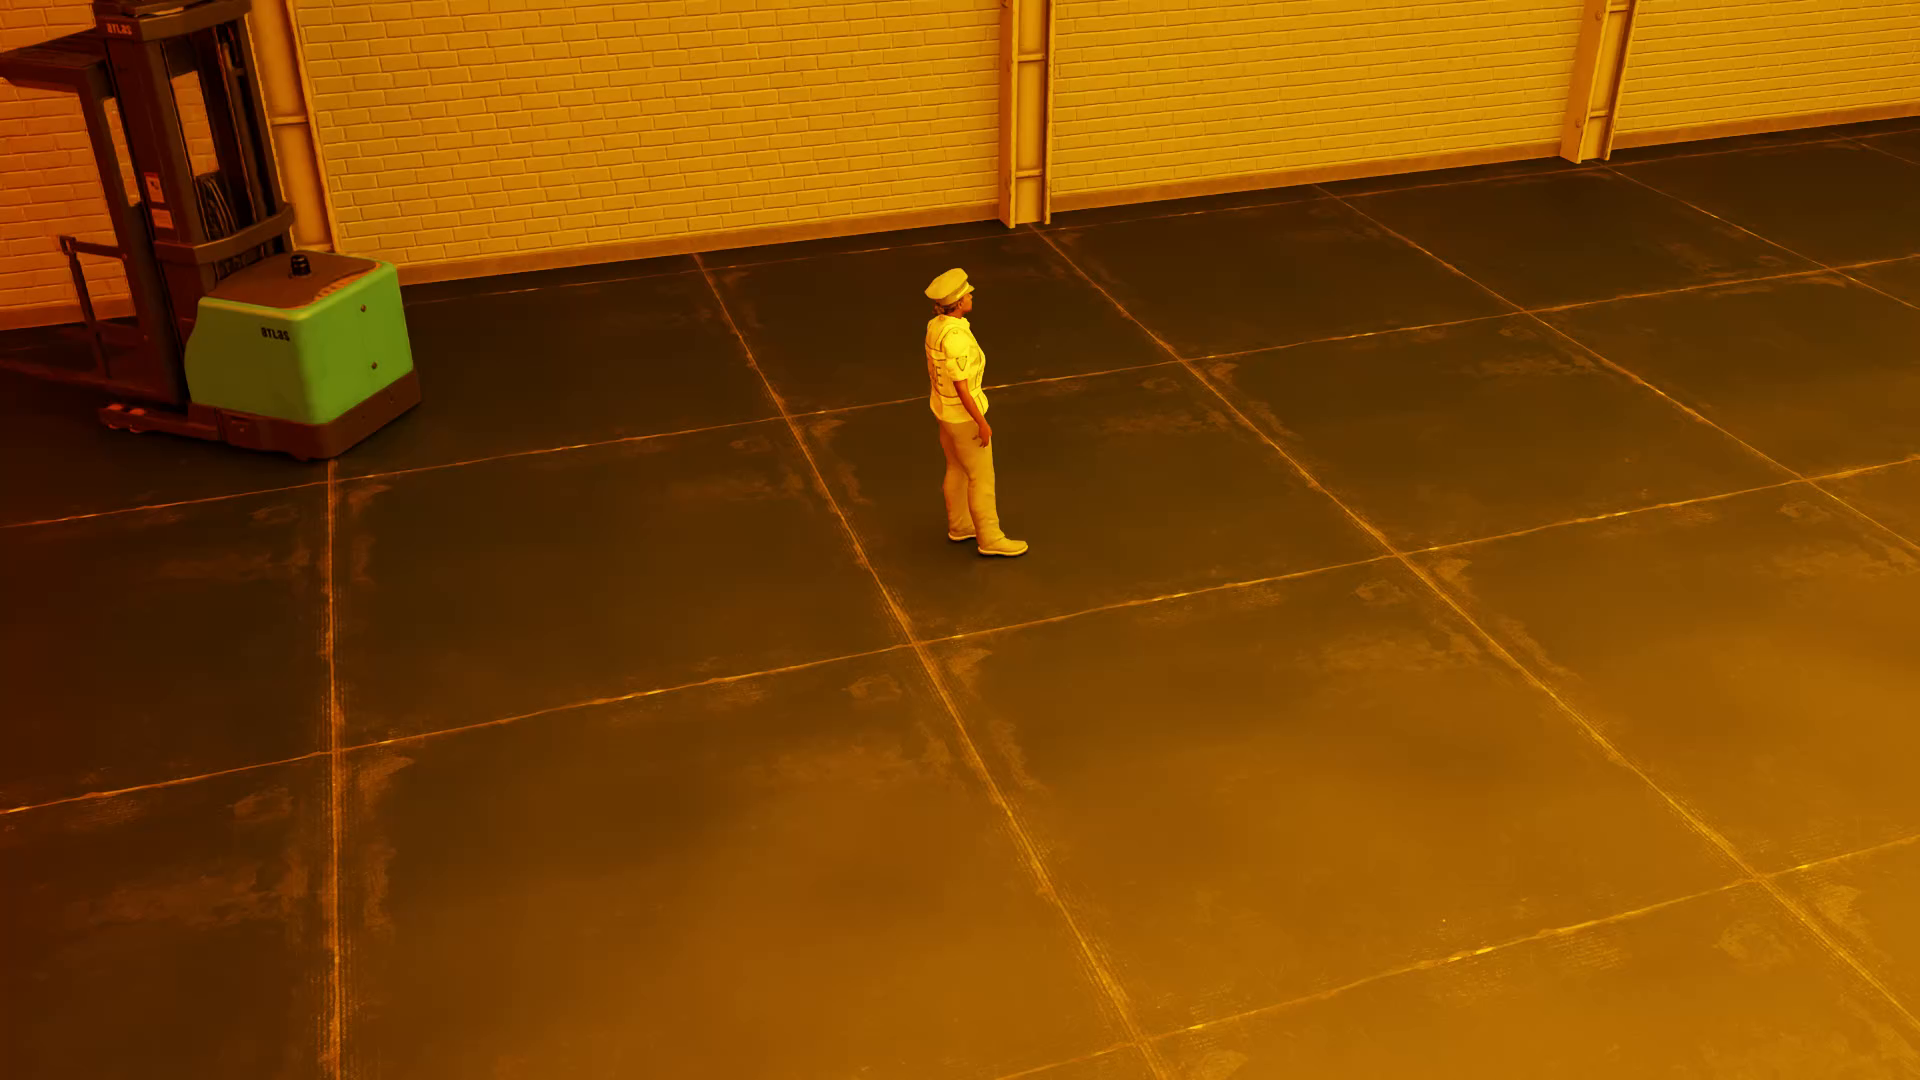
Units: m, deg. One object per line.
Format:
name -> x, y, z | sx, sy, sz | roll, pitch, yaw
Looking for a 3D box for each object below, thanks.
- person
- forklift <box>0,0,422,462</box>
person -> 0.078, -0.742, 9.605 | 0.528, 1.693, 0.569 | -10, 31, -16
forklift -> -5.319, -2.227, 10.958 | 3.031, 2.935, 1.130 | 10, 32, 18
